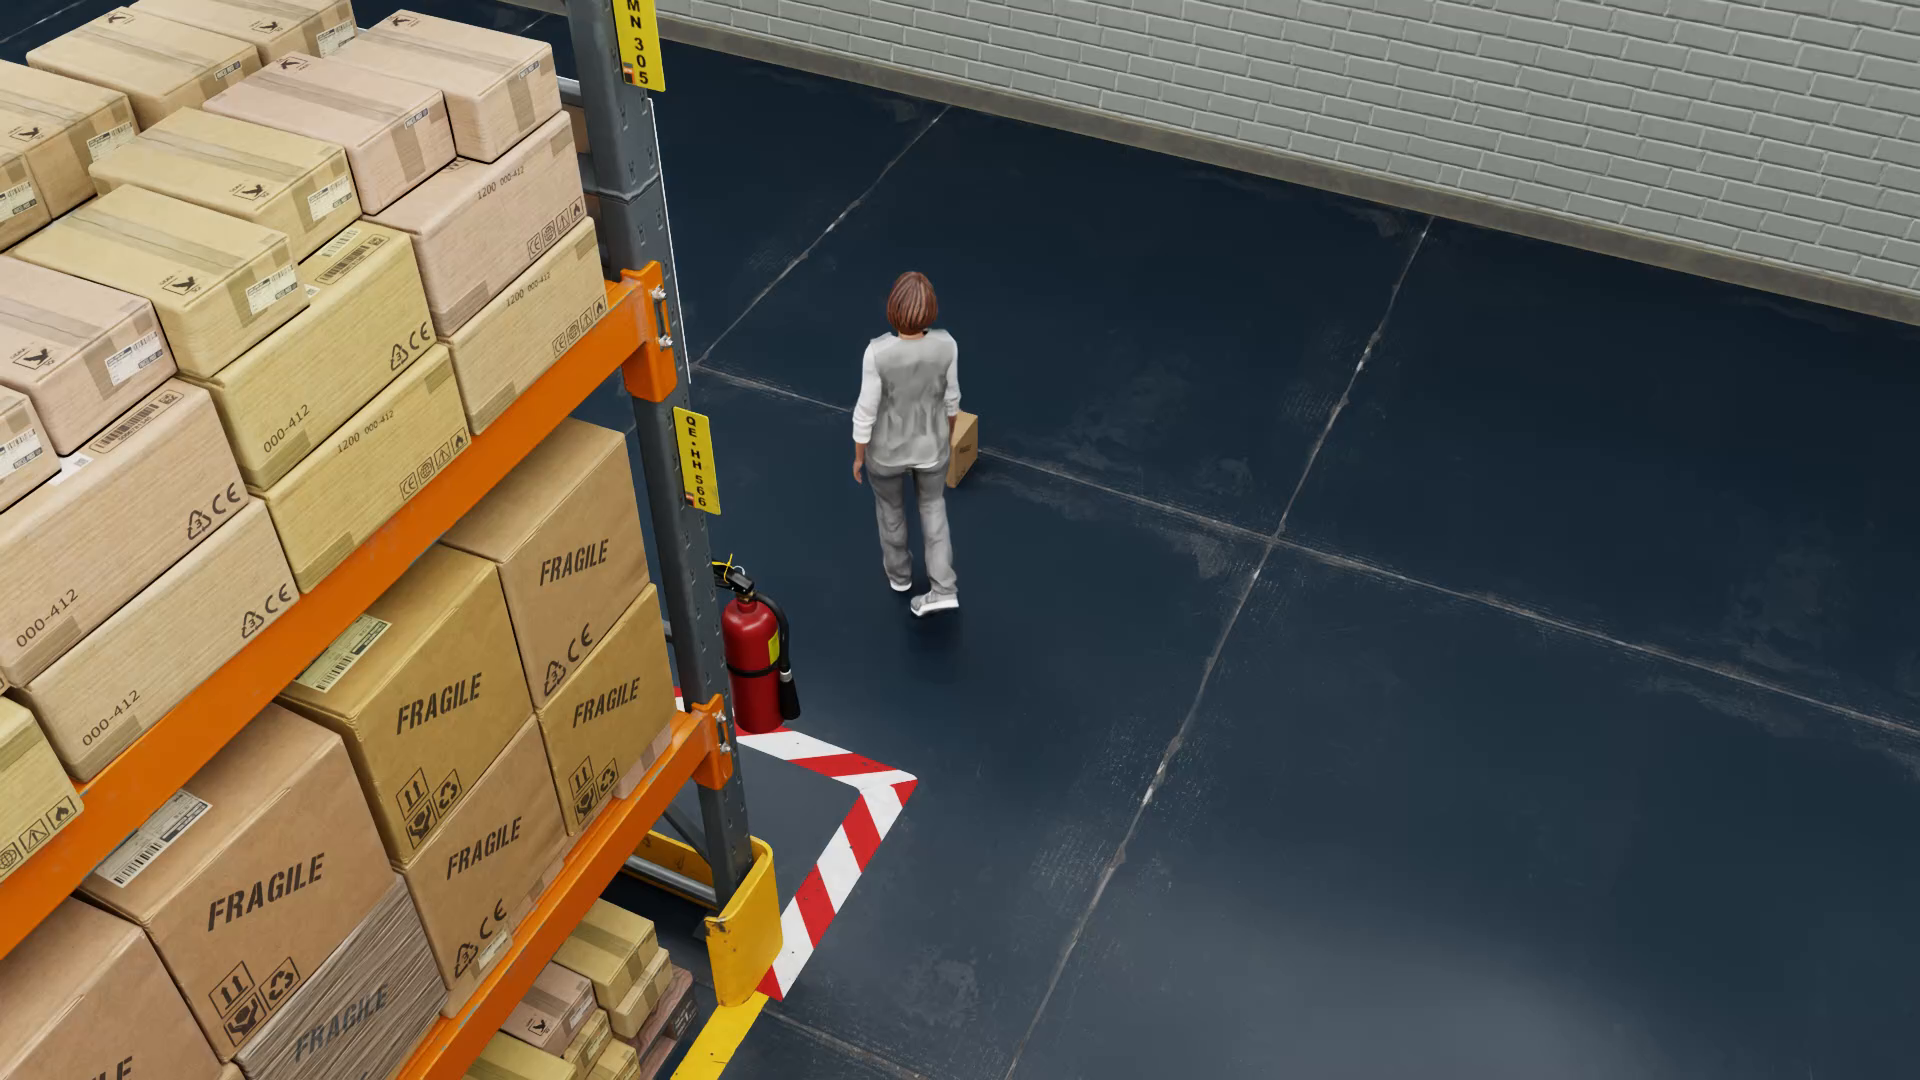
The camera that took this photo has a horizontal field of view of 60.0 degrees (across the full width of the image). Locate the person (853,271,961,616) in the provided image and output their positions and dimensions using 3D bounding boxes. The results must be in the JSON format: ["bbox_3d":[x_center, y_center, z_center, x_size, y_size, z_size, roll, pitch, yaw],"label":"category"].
[{"bbox_3d":[-0.206,-0.350,6.540,0.443,1.595,0.575,-9,43,-10],"label":"person"}]
